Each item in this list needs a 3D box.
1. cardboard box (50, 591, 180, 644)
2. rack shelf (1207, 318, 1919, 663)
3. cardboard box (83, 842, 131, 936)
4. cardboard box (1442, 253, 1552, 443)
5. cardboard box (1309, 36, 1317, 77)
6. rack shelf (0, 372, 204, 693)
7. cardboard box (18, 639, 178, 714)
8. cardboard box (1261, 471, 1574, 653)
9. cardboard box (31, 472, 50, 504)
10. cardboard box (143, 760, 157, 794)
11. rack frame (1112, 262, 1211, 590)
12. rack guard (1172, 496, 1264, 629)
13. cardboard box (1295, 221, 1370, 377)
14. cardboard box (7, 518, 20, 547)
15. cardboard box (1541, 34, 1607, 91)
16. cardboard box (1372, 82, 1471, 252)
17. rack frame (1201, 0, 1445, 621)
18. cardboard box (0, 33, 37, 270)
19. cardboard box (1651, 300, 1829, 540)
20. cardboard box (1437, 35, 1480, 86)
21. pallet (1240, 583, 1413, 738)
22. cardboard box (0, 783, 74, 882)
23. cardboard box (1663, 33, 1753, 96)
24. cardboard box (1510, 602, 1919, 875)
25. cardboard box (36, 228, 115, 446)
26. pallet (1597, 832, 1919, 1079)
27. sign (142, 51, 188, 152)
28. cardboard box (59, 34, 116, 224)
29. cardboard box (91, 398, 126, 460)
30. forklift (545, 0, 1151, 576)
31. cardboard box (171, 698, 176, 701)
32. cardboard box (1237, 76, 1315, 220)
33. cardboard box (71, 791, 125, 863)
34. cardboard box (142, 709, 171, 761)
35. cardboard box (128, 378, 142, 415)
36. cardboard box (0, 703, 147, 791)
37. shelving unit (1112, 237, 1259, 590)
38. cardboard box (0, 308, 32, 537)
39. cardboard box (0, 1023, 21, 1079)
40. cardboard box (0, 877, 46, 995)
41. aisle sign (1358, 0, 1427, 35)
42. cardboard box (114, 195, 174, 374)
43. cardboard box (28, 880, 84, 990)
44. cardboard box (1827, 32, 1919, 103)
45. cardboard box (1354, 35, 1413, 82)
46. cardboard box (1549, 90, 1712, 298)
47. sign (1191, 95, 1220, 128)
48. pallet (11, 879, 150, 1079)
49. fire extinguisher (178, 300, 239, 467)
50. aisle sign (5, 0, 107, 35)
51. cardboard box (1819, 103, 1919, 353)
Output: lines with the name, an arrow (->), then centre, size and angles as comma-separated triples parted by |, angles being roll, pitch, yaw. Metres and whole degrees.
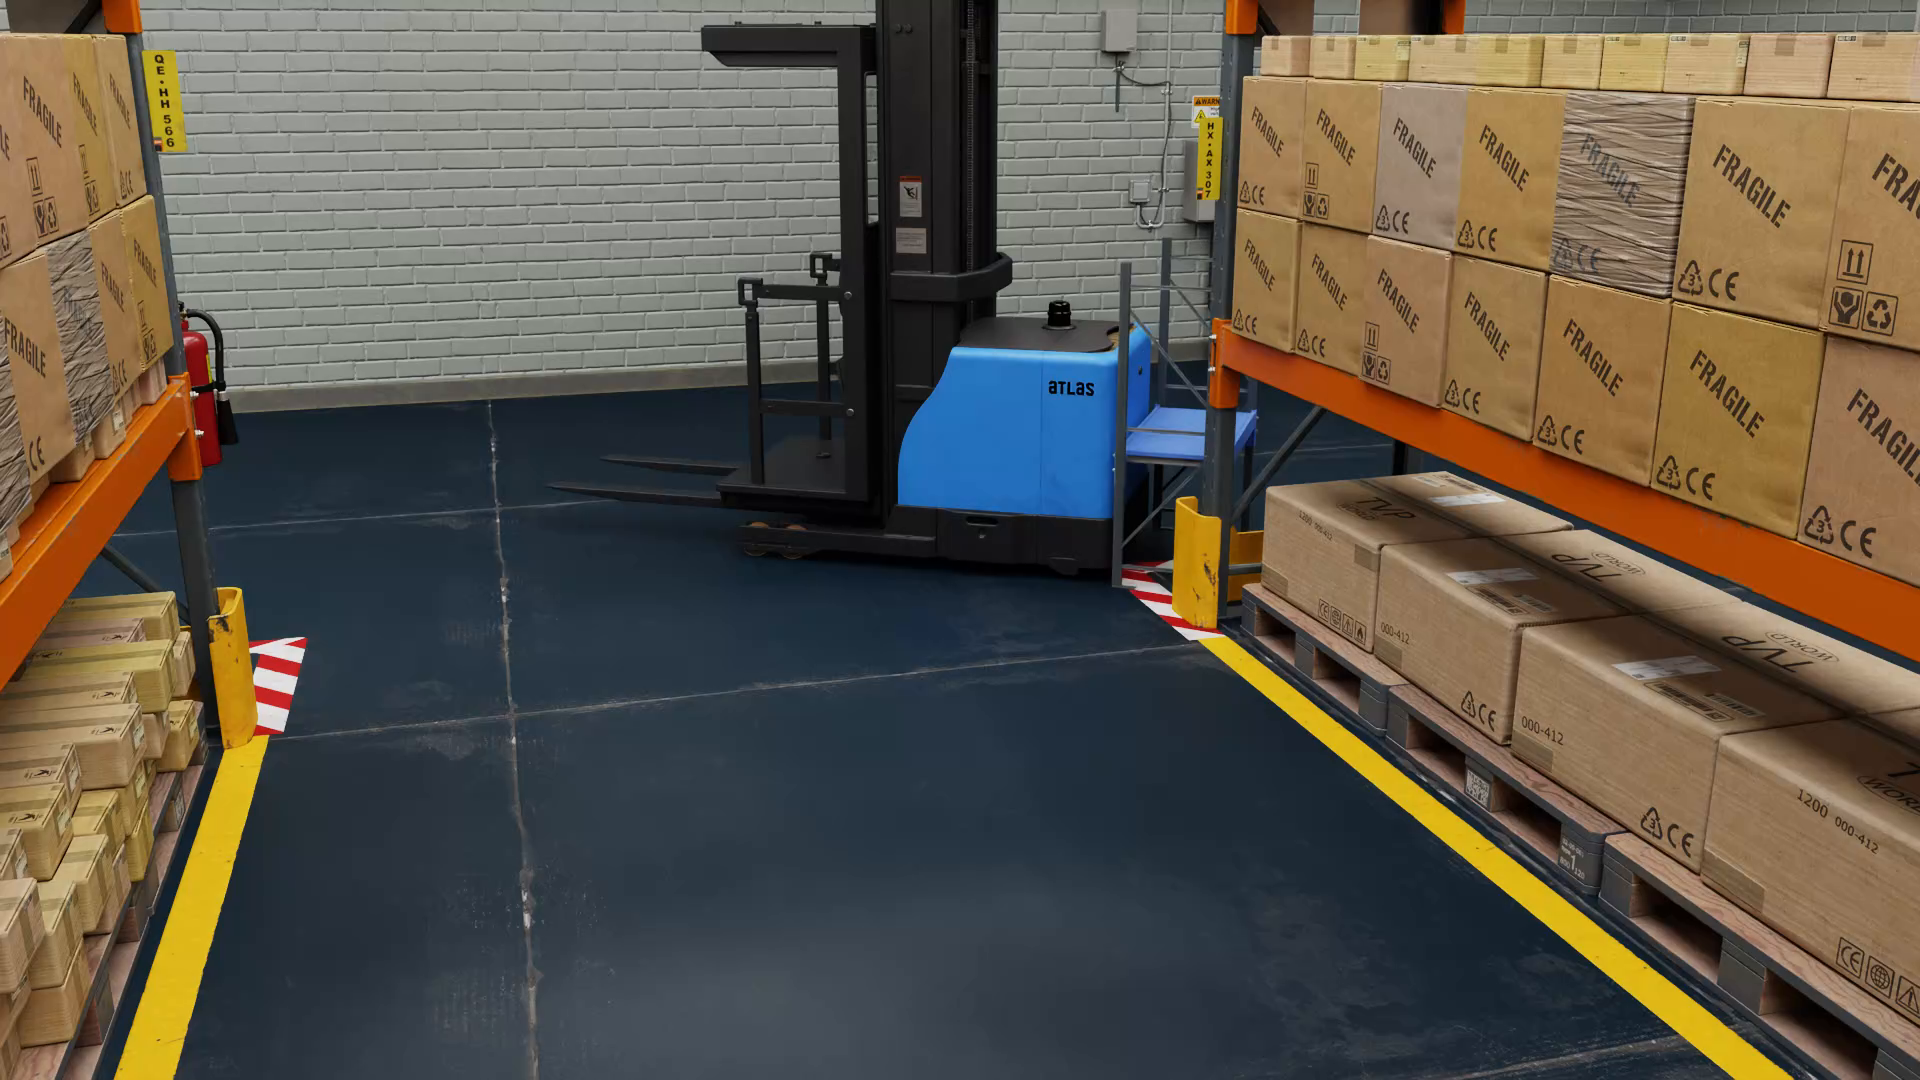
cardboard box -> -2.796, 0.290, 5.462 | 0.380, 0.149, 0.250 | -4, 17, -15
rack shelf -> 2.096, -0.237, 5.277 | 1.077, 0.370, 4.000 | -5, 17, -15
cardboard box -> -2.415, 0.931, 4.364 | 0.380, 0.149, 0.250 | -4, 17, -14
cardboard box -> 1.845, -0.610, 5.095 | 0.500, 0.500, 0.500 | -4, 17, -13
cardboard box -> 1.519, -1.785, 6.141 | 0.380, 0.149, 0.250 | -4, 17, -14
rack shelf -> -2.635, 0.183, 3.881 | 1.077, 0.370, 4.000 | -5, 17, -15
cardboard box -> -2.589, 0.426, 5.011 | 0.380, 0.149, 0.250 | -5, 17, -16
cardboard box -> 1.824, 0.066, 6.742 | 0.875, 0.438, 0.875 | -5, 18, -17
cardboard box -> -2.554, -0.164, 4.220 | 0.380, 0.149, 0.250 | -5, 18, -18
cardboard box -> -2.682, 0.721, 5.063 | 0.380, 0.149, 0.250 | -5, 17, -16
rack frame -> 0.947, -0.479, 7.440 | 0.500, 1.500, 0.032 | 5, 17, 16
rack guard -> 1.540, 0.056, 7.397 | 1.175, 0.500, 0.348 | -5, 17, -15
cardboard box -> 1.568, -0.889, 6.025 | 0.500, 0.500, 0.500 | -5, 17, -16
cardboard box -> -2.376, -0.024, 3.753 | 0.380, 0.149, 0.250 | -4, 17, -13
cardboard box -> 1.883, -1.351, 4.696 | 0.380, 0.149, 0.250 | -5, 17, -15
cardboard box -> 1.702, -1.222, 5.394 | 0.500, 0.500, 0.500 | -5, 17, -16
rack frame -> 1.547, -1.135, 7.015 | 1.000, 3.000, 0.127 | -5, 17, -15
cardboard box -> -2.381, -0.848, 3.633 | 0.500, 0.500, 0.500 | -5, 18, -17
cardboard box -> 2.126, -0.326, 4.149 | 0.500, 0.500, 0.500 | -5, 17, -17
cardboard box -> 1.720, -1.492, 5.165 | 0.380, 0.149, 0.250 | -5, 17, -15
pallet -> 1.842, 0.416, 6.700 | 1.003, 0.211, 1.213 | -5, 17, -15
cardboard box -> -2.386, 0.725, 4.017 | 0.380, 0.149, 0.250 | -5, 17, -15
cardboard box -> 2.038, -1.212, 4.233 | 0.380, 0.149, 0.250 | -5, 17, -16
cardboard box -> 2.330, 0.568, 5.070 | 0.875, 0.438, 0.875 | -5, 17, -17
cardboard box -> -2.529, -0.519, 4.276 | 0.500, 0.500, 0.500 | -5, 17, -15
pallet -> 2.512, 1.091, 4.454 | 1.003, 0.211, 1.213 | -5, 17, -15
sign -> -2.646, -1.459, 5.535 | 0.100, 0.325, 0.005 | -5, 17, -15
cardboard box -> -2.681, -1.137, 4.596 | 0.500, 0.500, 0.500 | -5, 18, -17
cardboard box -> -2.615, -0.318, 4.735 | 0.380, 0.149, 0.250 | -4, 17, -14
forklift -> -0.601, -1.450, 8.185 | 3.031, 2.935, 1.130 | 4, 17, 14
cardboard box -> -2.840, 0.578, 5.539 | 0.380, 0.149, 0.250 | -4, 17, -14
cardboard box -> 1.405, -1.506, 6.340 | 0.500, 0.500, 0.500 | -5, 17, -16
cardboard box -> -2.414, 0.788, 4.323 | 0.380, 0.149, 0.250 | -4, 17, -12
cardboard box -> -2.621, 0.574, 5.037 | 0.380, 0.149, 0.250 | -5, 18, -18
cardboard box -> -2.791, -0.455, 5.191 | 0.380, 0.149, 0.250 | -5, 17, -15
cardboard box -> -2.451, 0.573, 4.523 | 0.380, 0.149, 0.250 | -4, 17, -13
shelving unit -> 1.095, -0.619, 7.905 | 0.538, 1.500, 1.048 | 5, 17, 16
cardboard box -> -2.226, -0.235, 3.328 | 0.500, 0.500, 0.500 | -5, 17, -16
cardboard box -> -2.294, 1.153, 3.625 | 0.380, 0.149, 0.250 | -5, 18, -18
cardboard box -> -2.202, 0.865, 3.551 | 0.380, 0.149, 0.250 | -4, 17, -14
aisle sign -> 1.825, -2.424, 6.789 | 0.394, 0.787, 0.004 | -5, 17, -15
cardboard box -> -2.814, -0.802, 5.216 | 0.500, 0.500, 0.500 | -4, 17, -14
cardboard box -> -2.268, 0.932, 3.843 | 0.380, 0.149, 0.250 | -5, 17, -16
cardboard box -> 2.228, -1.077, 3.783 | 0.380, 0.149, 0.250 | -5, 17, -15
cardboard box -> 1.569, -1.633, 5.634 | 0.380, 0.149, 0.250 | -5, 18, -17
cardboard box -> 1.970, -0.945, 4.471 | 0.500, 0.500, 0.500 | -4, 17, -15
sign -> 1.924, -3.267, 12.677 | 0.339, 0.242, 0.001 | -5, 17, -15
pallet -> -2.643, 1.206, 4.072 | 1.003, 0.211, 1.213 | -5, 17, -15
fire extinguisher -> -2.810, -0.606, 6.037 | 0.296, 0.674, 0.183 | -5, 17, -15
aisle sign -> -2.917, -2.004, 5.391 | 0.394, 0.787, 0.004 | -5, 17, -15
cardboard box -> 2.251, -0.664, 3.535 | 0.500, 0.500, 0.500 | -5, 17, -16
